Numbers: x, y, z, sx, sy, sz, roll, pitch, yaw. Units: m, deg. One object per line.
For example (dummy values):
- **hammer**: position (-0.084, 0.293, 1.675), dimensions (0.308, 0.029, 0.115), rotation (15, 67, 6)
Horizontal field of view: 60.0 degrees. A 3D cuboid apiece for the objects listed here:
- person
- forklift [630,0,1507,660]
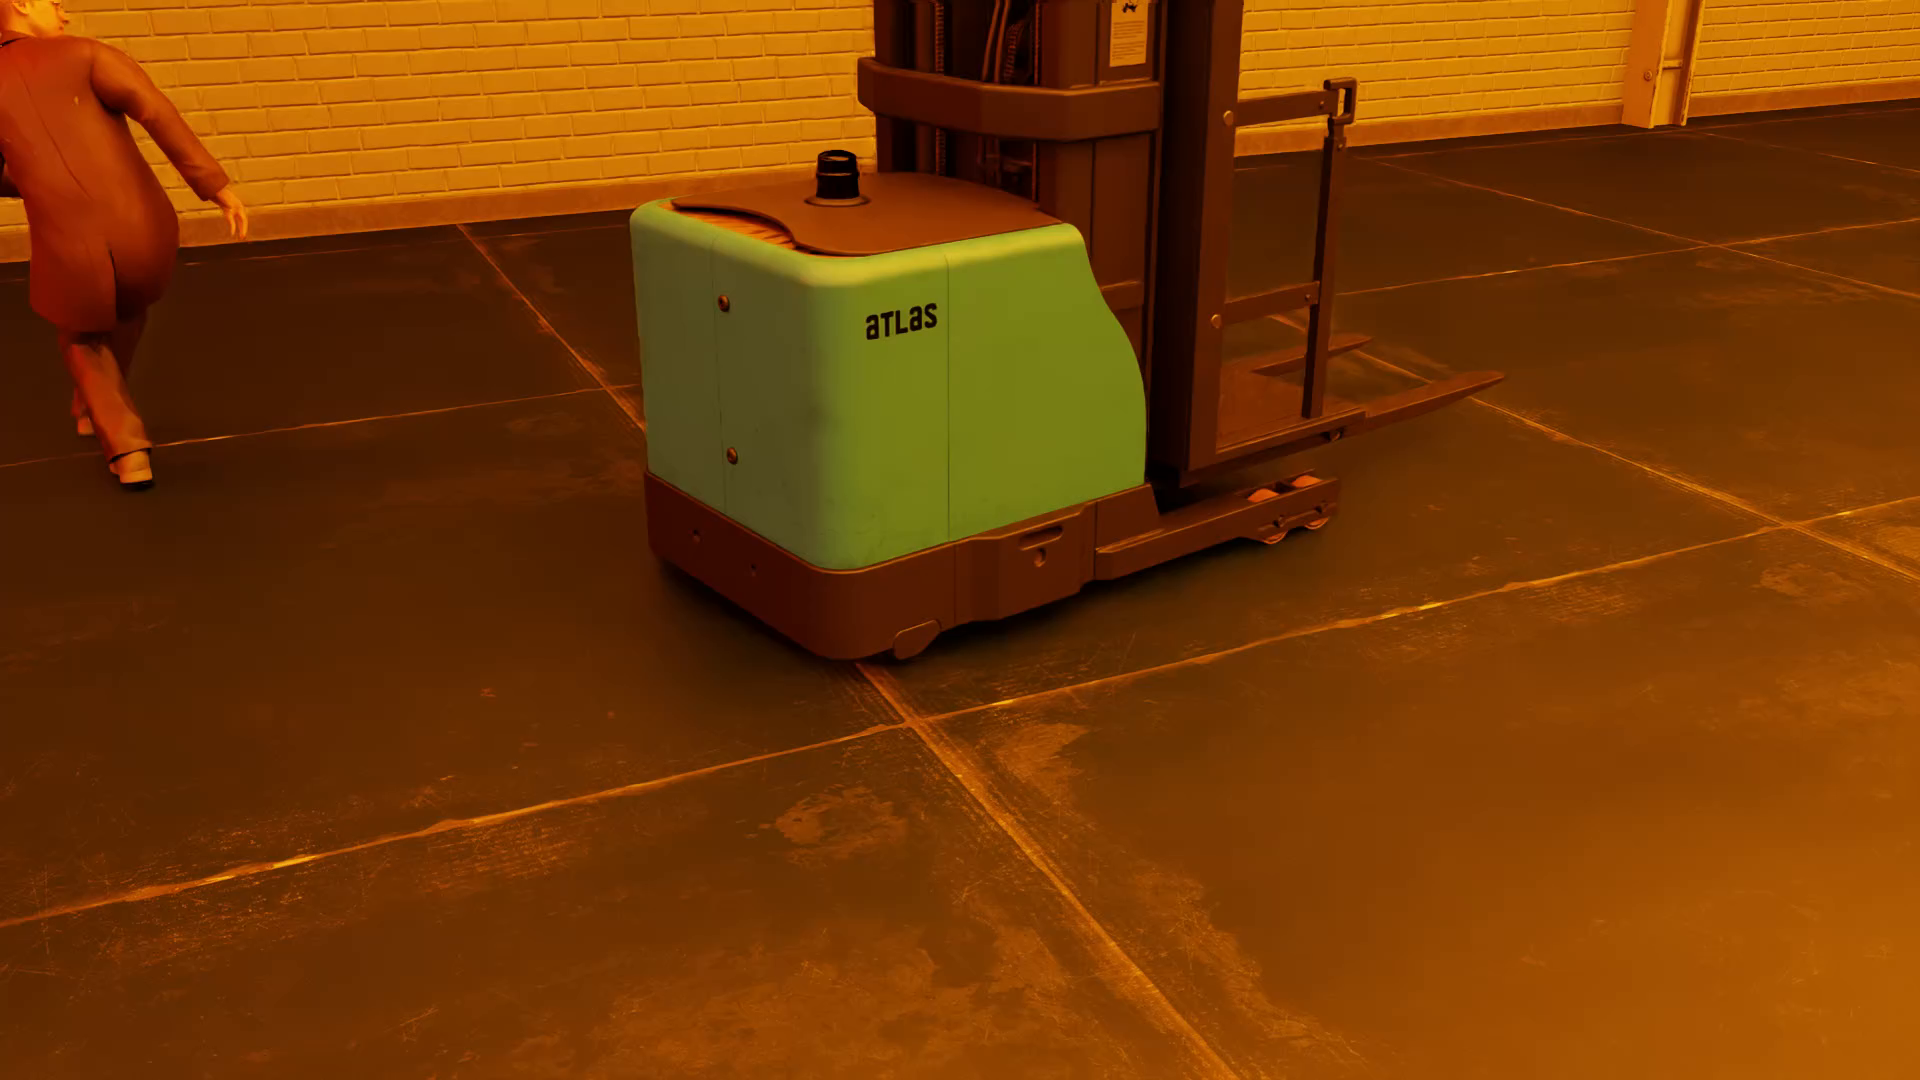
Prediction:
- **person**: position (-2.830, -1.060, 5.562), dimensions (0.817, 1.626, 0.850), rotation (-10, 24, -22)
- **forklift**: position (0.562, -1.484, 4.858), dimensions (3.031, 2.935, 1.130), rotation (-17, 28, -35)
